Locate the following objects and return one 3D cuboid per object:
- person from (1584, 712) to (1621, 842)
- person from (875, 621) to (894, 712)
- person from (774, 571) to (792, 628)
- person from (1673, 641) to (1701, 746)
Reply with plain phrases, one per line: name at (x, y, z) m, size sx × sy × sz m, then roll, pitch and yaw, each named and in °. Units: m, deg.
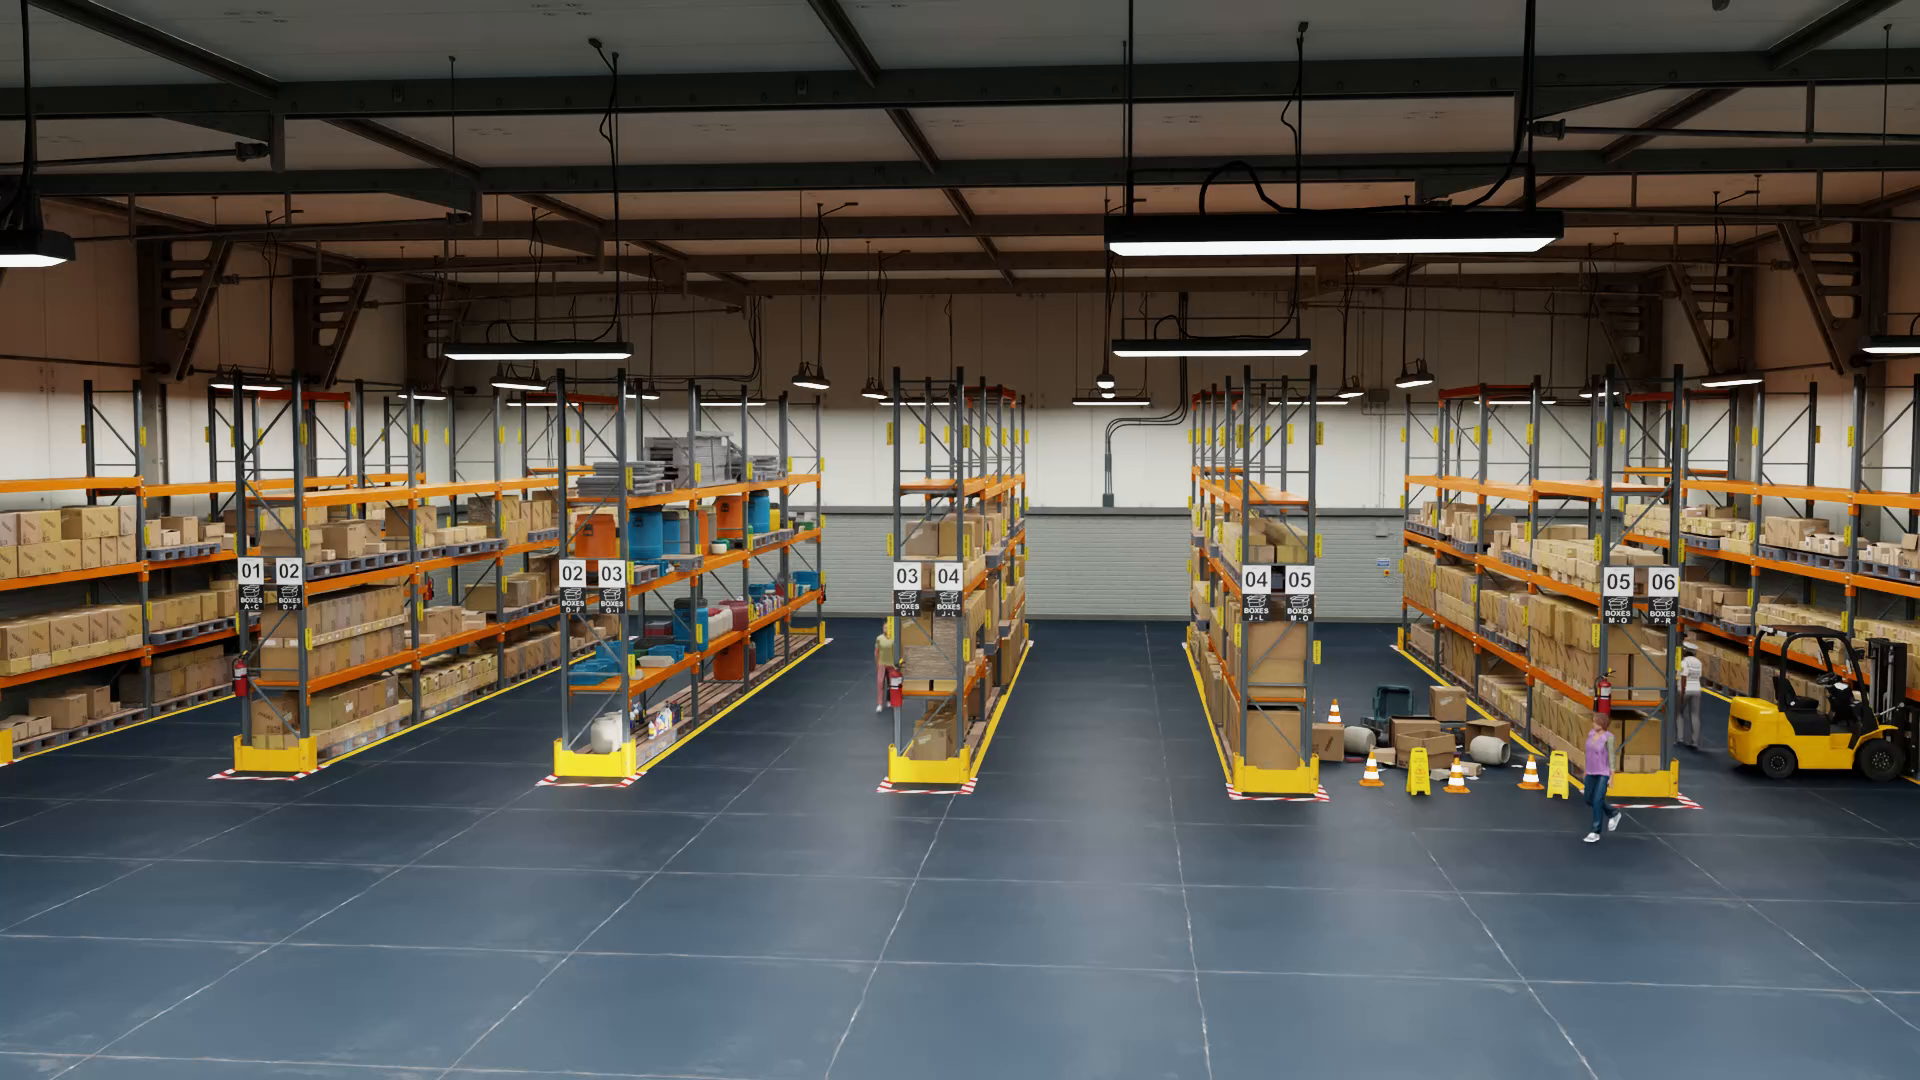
person at (7.964, 2.924, 20.663) m, size 0.716 × 1.567 × 0.473 m, roll -2°, pitch 4°, yaw -26°
person at (-1.319, 2.281, 30.338) m, size 0.458 × 1.623 × 0.964 m, roll 0°, pitch 4°, yaw -5°
person at (-4.613, 1.413, 43.343) m, size 0.566 × 1.776 × 0.609 m, roll -2°, pitch 4°, yaw -30°
person at (11.802, 2.521, 26.907) m, size 0.452 × 1.734 × 0.595 m, roll 0°, pitch 4°, yaw 1°
